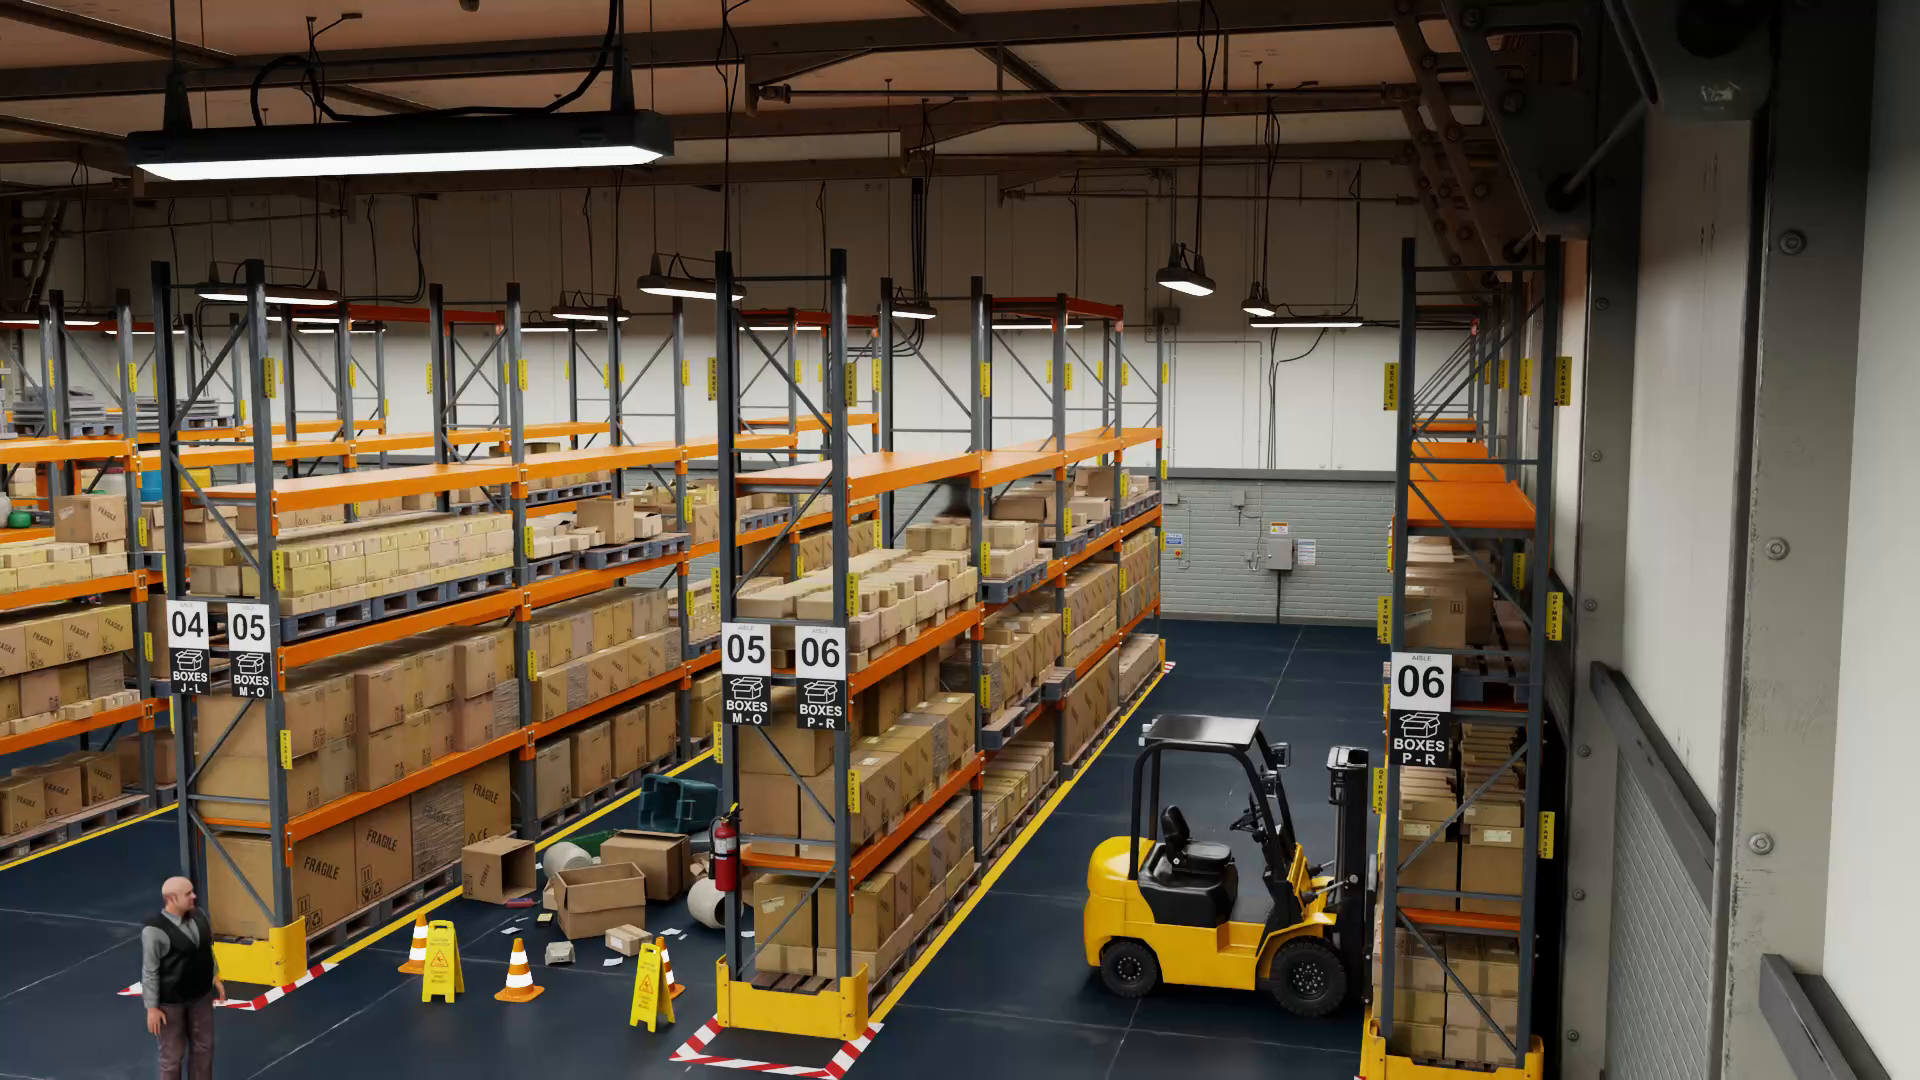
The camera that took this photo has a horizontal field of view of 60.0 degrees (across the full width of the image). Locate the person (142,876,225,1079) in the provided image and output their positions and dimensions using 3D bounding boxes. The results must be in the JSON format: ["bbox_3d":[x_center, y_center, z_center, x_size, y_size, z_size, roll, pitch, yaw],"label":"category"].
[{"bbox_3d":[-5.286,3.120,11.291,0.404,1.734,0.567,2,7,22],"label":"person"}]
